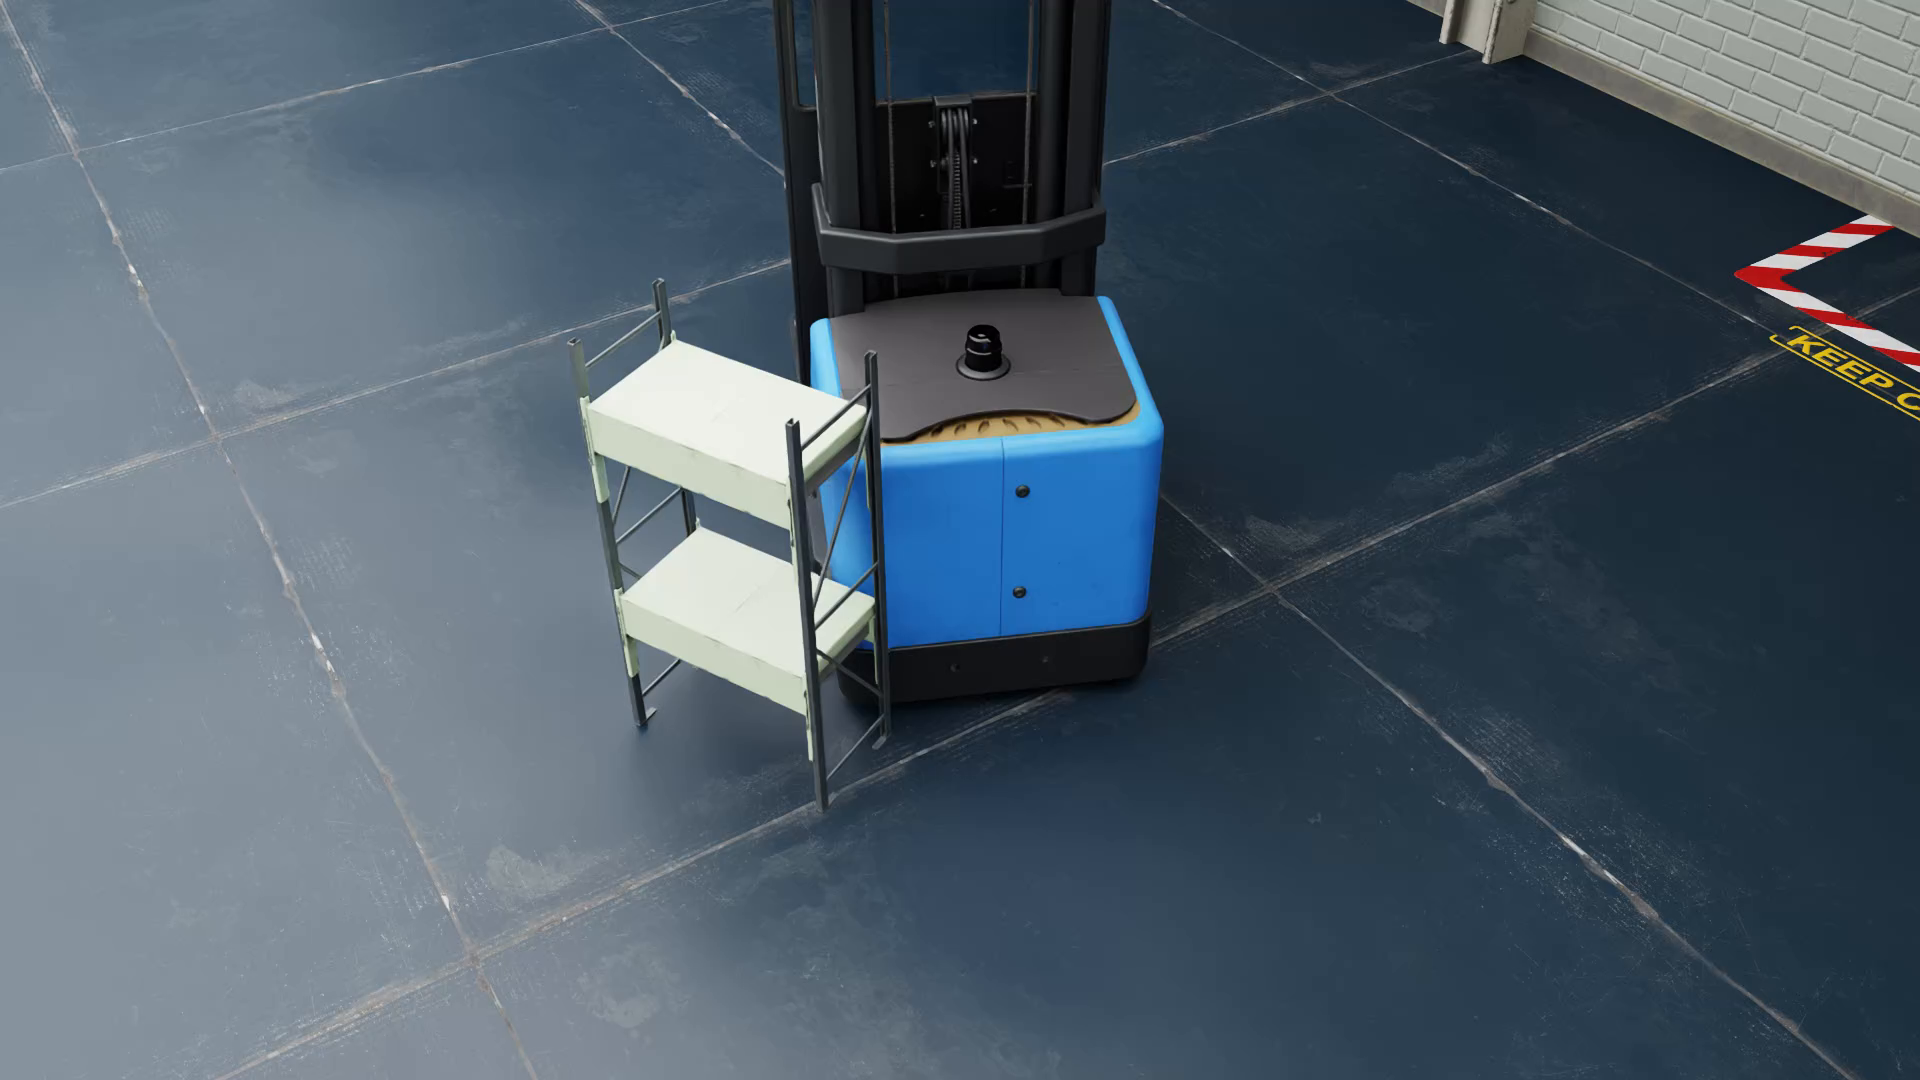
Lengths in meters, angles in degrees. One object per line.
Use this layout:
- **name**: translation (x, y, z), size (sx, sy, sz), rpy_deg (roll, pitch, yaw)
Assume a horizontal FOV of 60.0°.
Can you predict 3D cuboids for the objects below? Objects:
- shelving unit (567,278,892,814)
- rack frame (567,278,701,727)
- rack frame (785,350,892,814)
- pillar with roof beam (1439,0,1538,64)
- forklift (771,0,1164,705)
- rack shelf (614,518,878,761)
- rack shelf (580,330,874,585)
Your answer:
- **shelving unit**: translation (-0.651, 0.051, 5.017), size (0.755, 1.500, 0.431), rpy_deg (21, 44, 23)
- **rack frame**: translation (-0.965, -0.070, 5.162), size (0.023, 1.500, 0.400), rpy_deg (21, 44, 23)
- **rack frame**: translation (-0.337, 0.172, 4.872), size (0.023, 1.500, 0.400), rpy_deg (21, 44, 23)
- **pillar with roof beam**: translation (-0.582, -4.855, 5.047), size (9.100, 9.000, 0.400), rpy_deg (-22, 45, -24)
- **forklift**: translation (-0.094, -1.525, 5.790), size (1.130, 2.935, 3.031), rpy_deg (-6, 40, -7)
- **rack shelf**: translation (-0.651, 0.301, 5.226), size (0.720, 0.370, 0.431), rpy_deg (21, 44, 23)
- **rack shelf**: translation (-0.651, -0.249, 4.767), size (0.720, 0.370, 0.431), rpy_deg (21, 44, 23)
